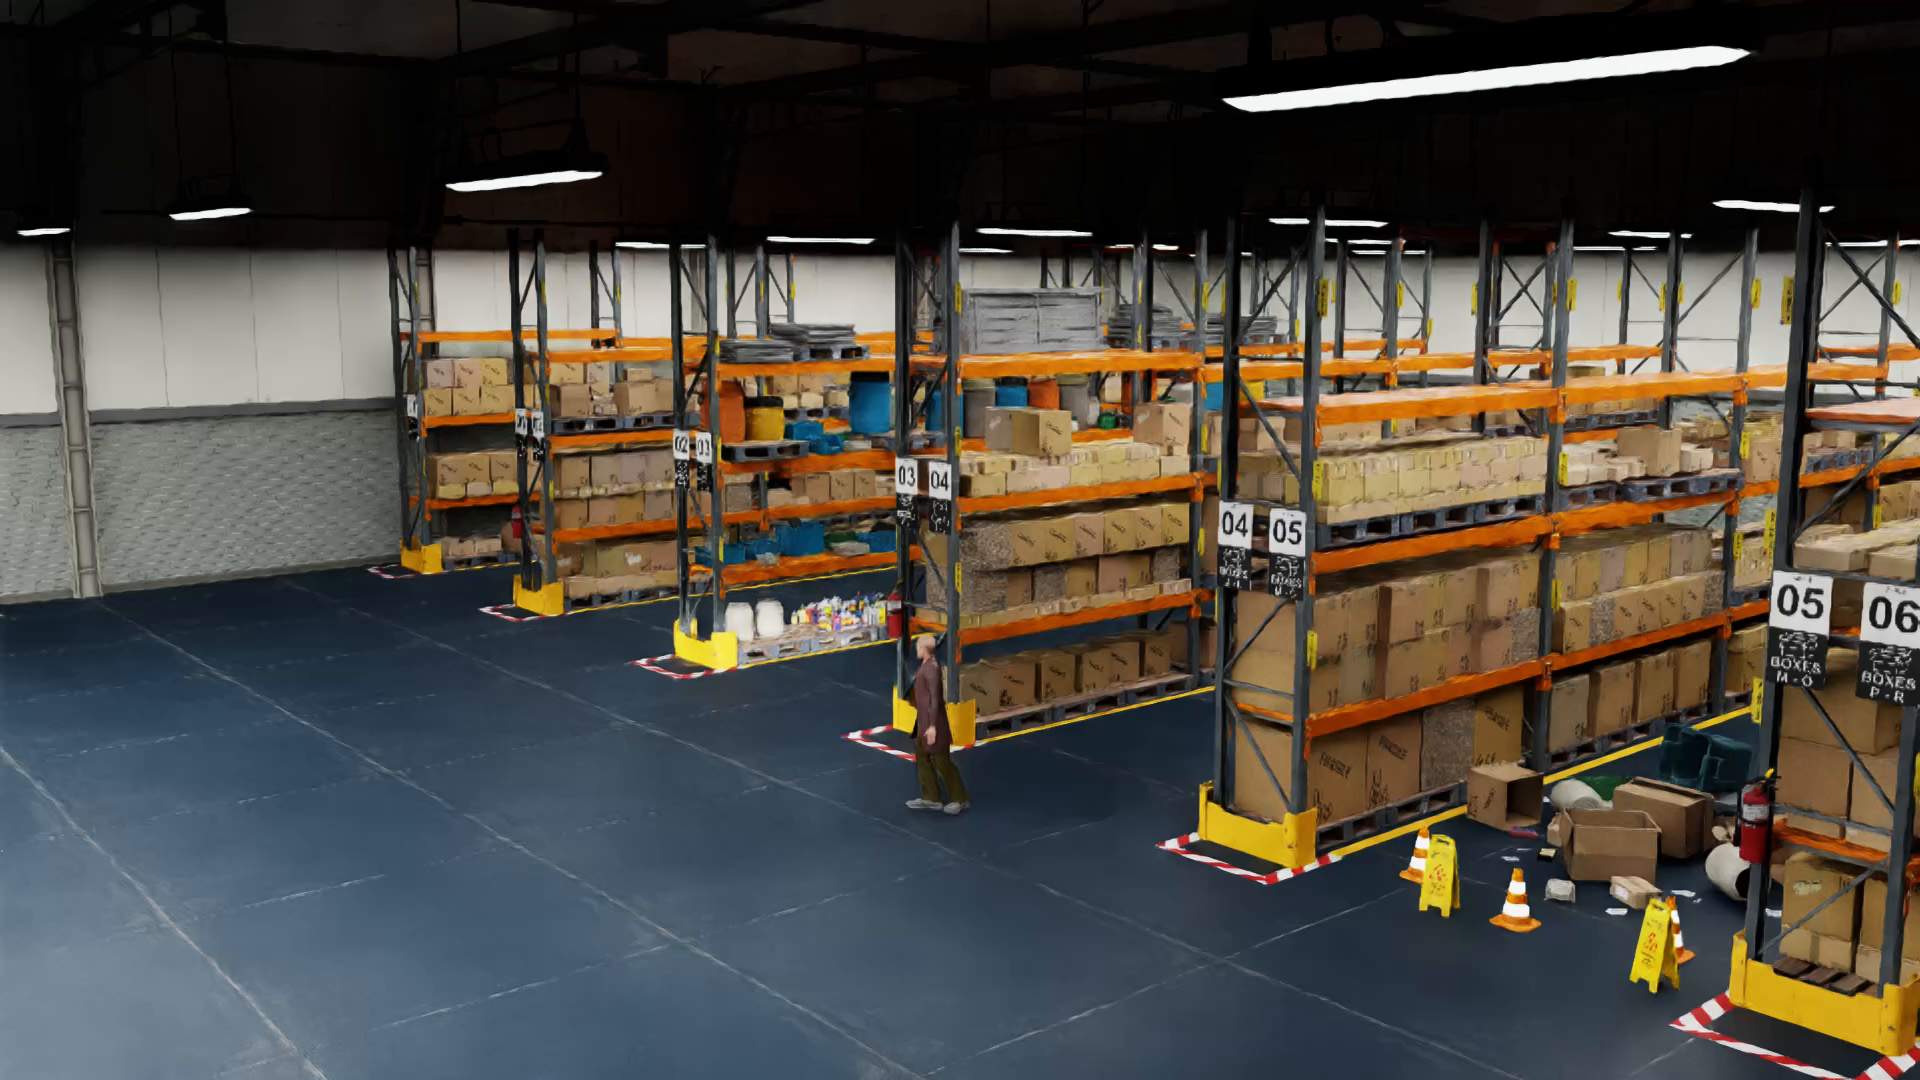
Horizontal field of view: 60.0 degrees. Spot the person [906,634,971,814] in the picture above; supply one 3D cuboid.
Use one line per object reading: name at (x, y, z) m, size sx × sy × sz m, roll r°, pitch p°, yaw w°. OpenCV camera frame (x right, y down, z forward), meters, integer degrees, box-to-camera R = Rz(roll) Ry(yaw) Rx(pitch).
person at (-0.216, 1.800, 16.361) m, size 0.633 × 1.766 × 0.610 m, roll -1°, pitch 9°, yaw -4°
